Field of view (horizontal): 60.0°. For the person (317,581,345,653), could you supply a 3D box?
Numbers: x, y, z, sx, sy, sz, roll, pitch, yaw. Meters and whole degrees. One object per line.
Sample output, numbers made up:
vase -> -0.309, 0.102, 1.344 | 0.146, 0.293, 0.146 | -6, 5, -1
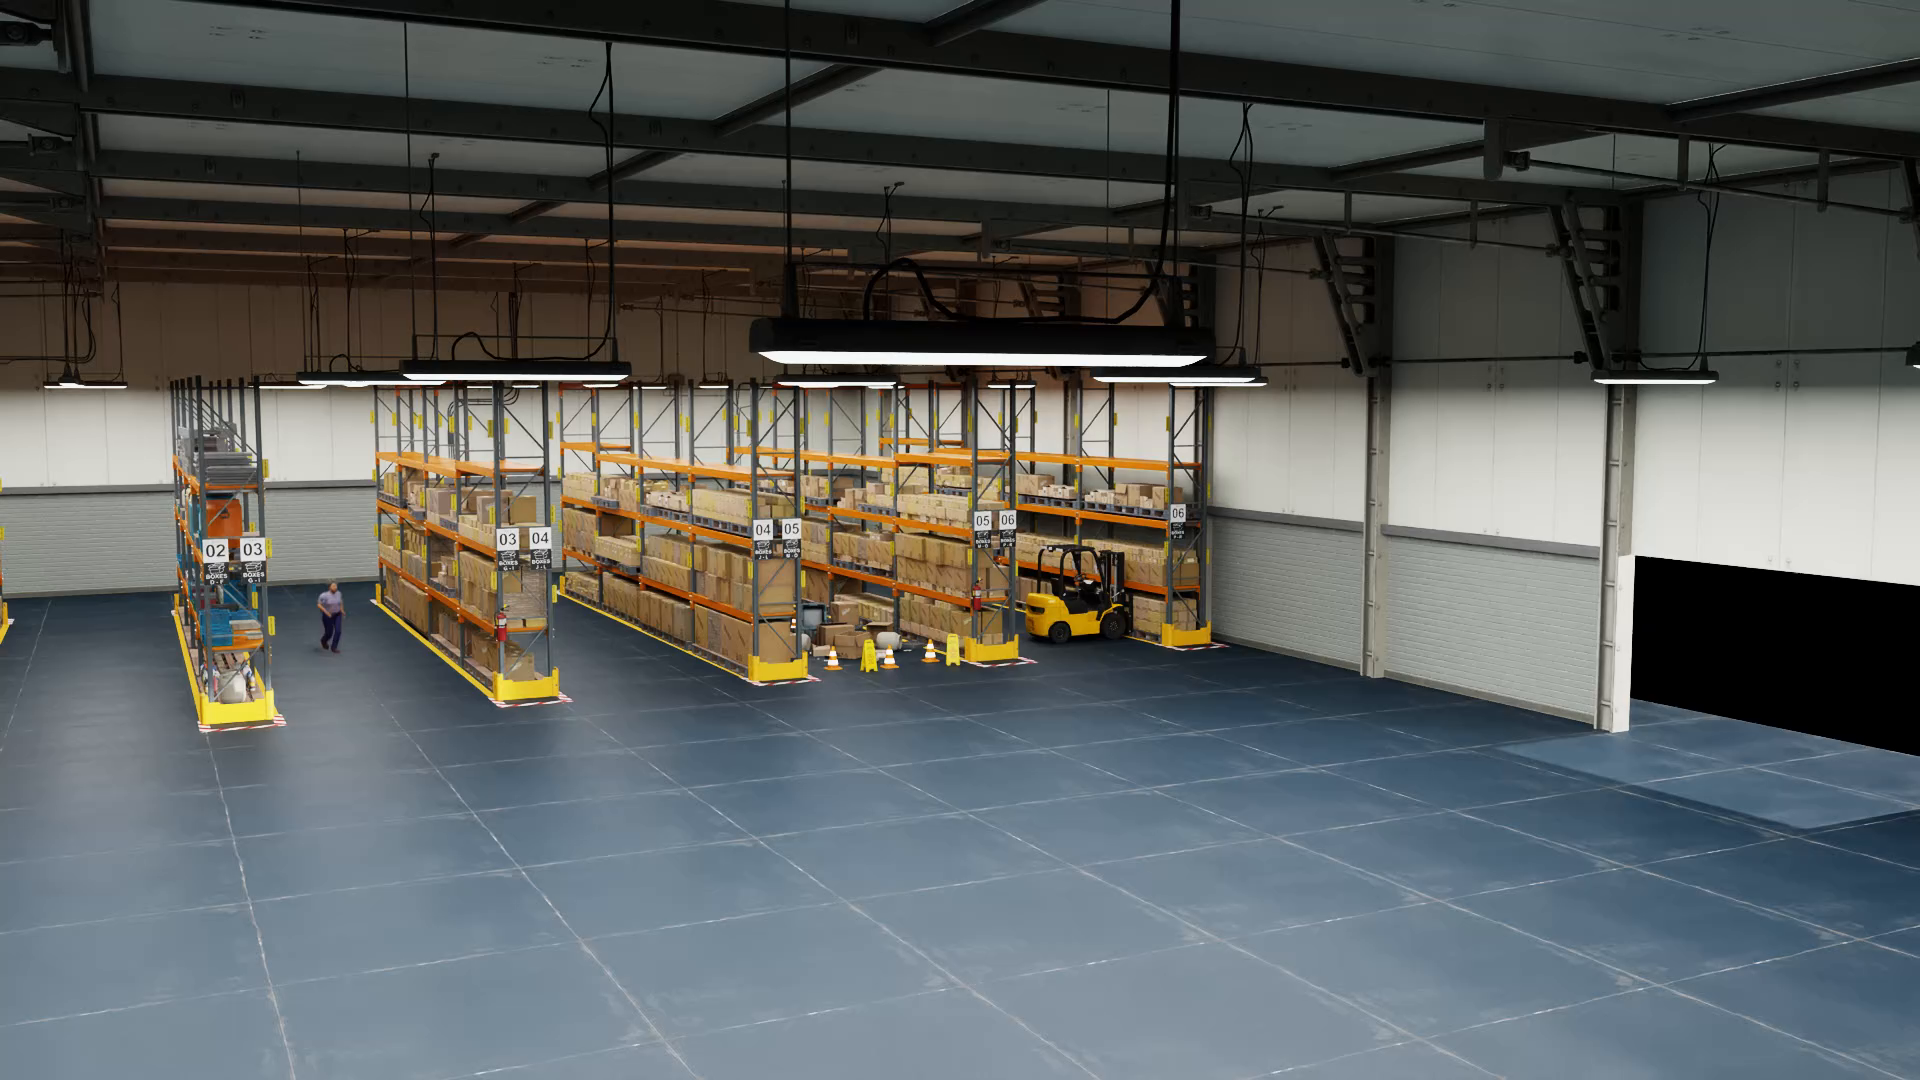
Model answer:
person -> -13.858, 1.690, 36.618 | 0.606, 1.594, 0.639 | -5, 7, -42

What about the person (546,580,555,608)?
person -> -10.228, 1.293, 40.659 | 0.827, 1.737, 0.654 | 2, 5, 21
